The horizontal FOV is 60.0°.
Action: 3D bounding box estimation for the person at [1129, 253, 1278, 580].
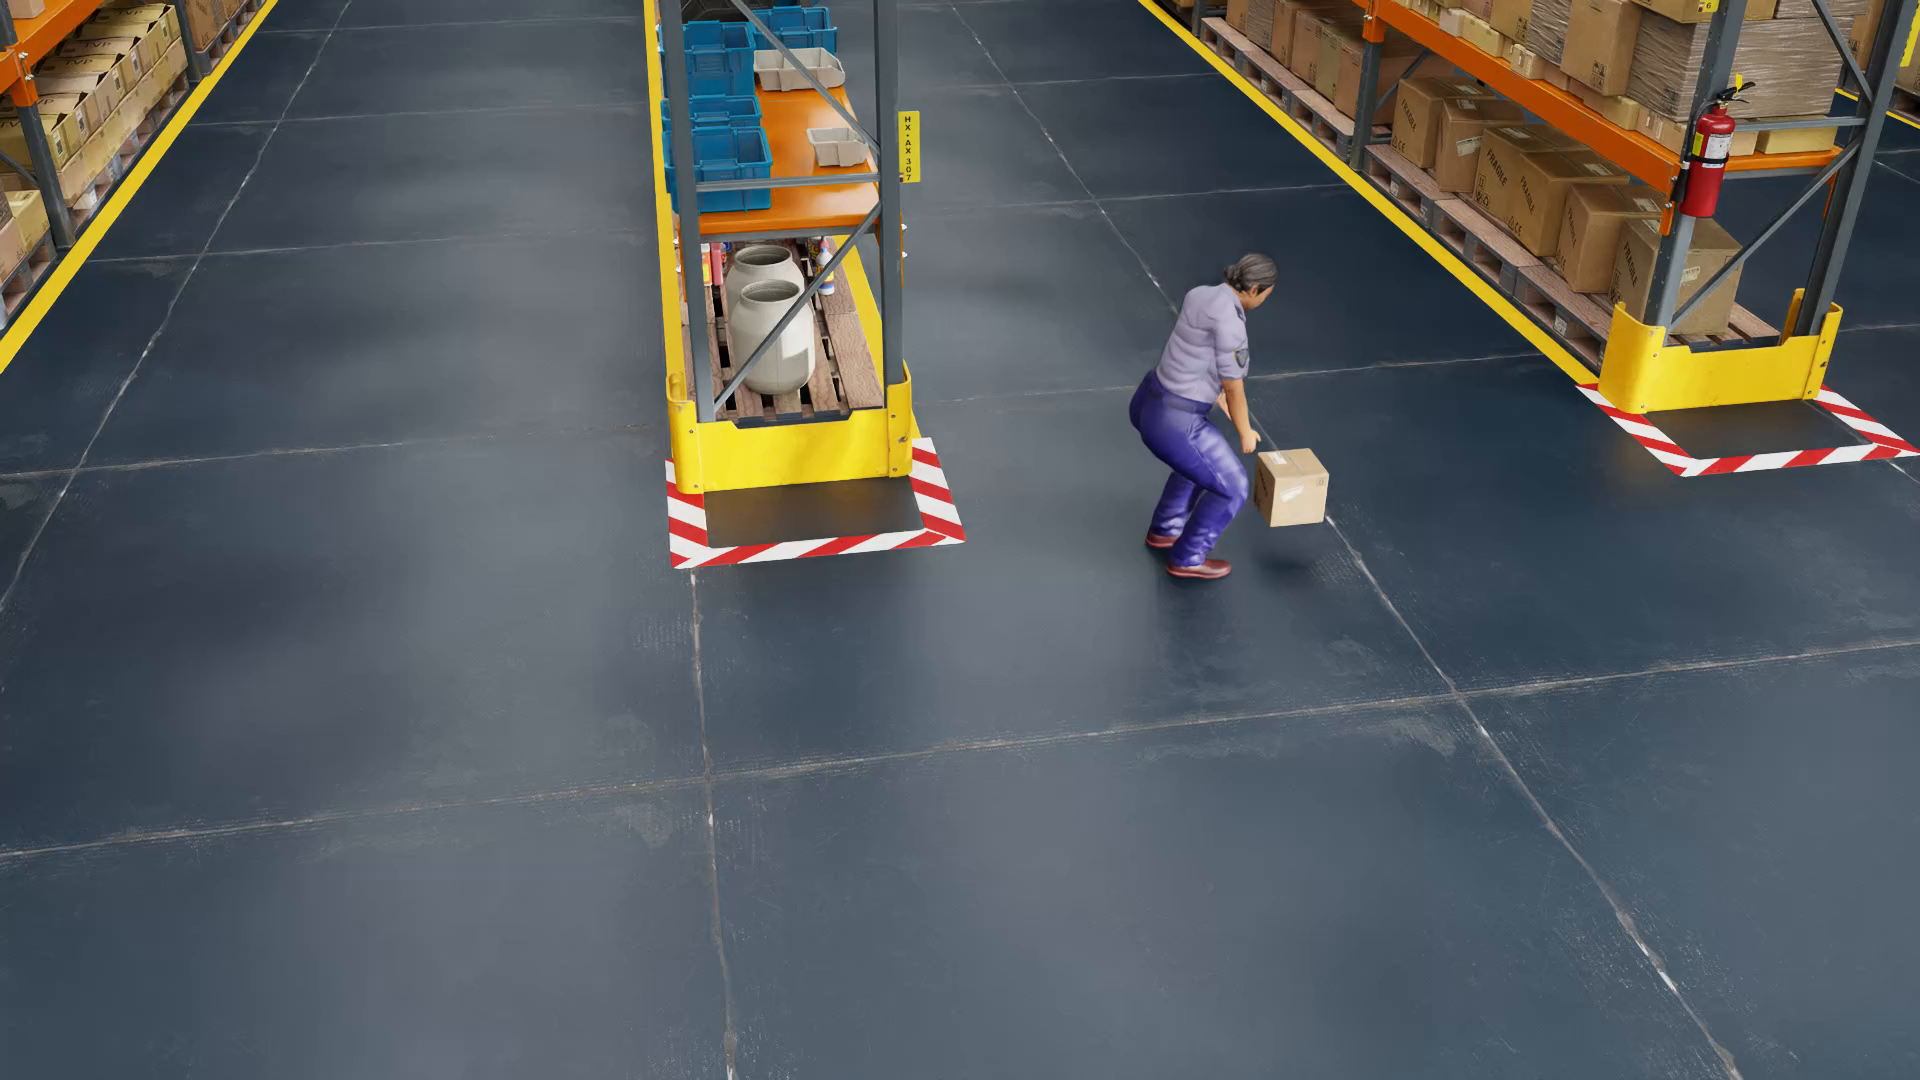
[{"bbox_3d":[1.040,-0.551,7.278,0.593,1.446,0.530,-5,31,-8],"label":"person"}]
